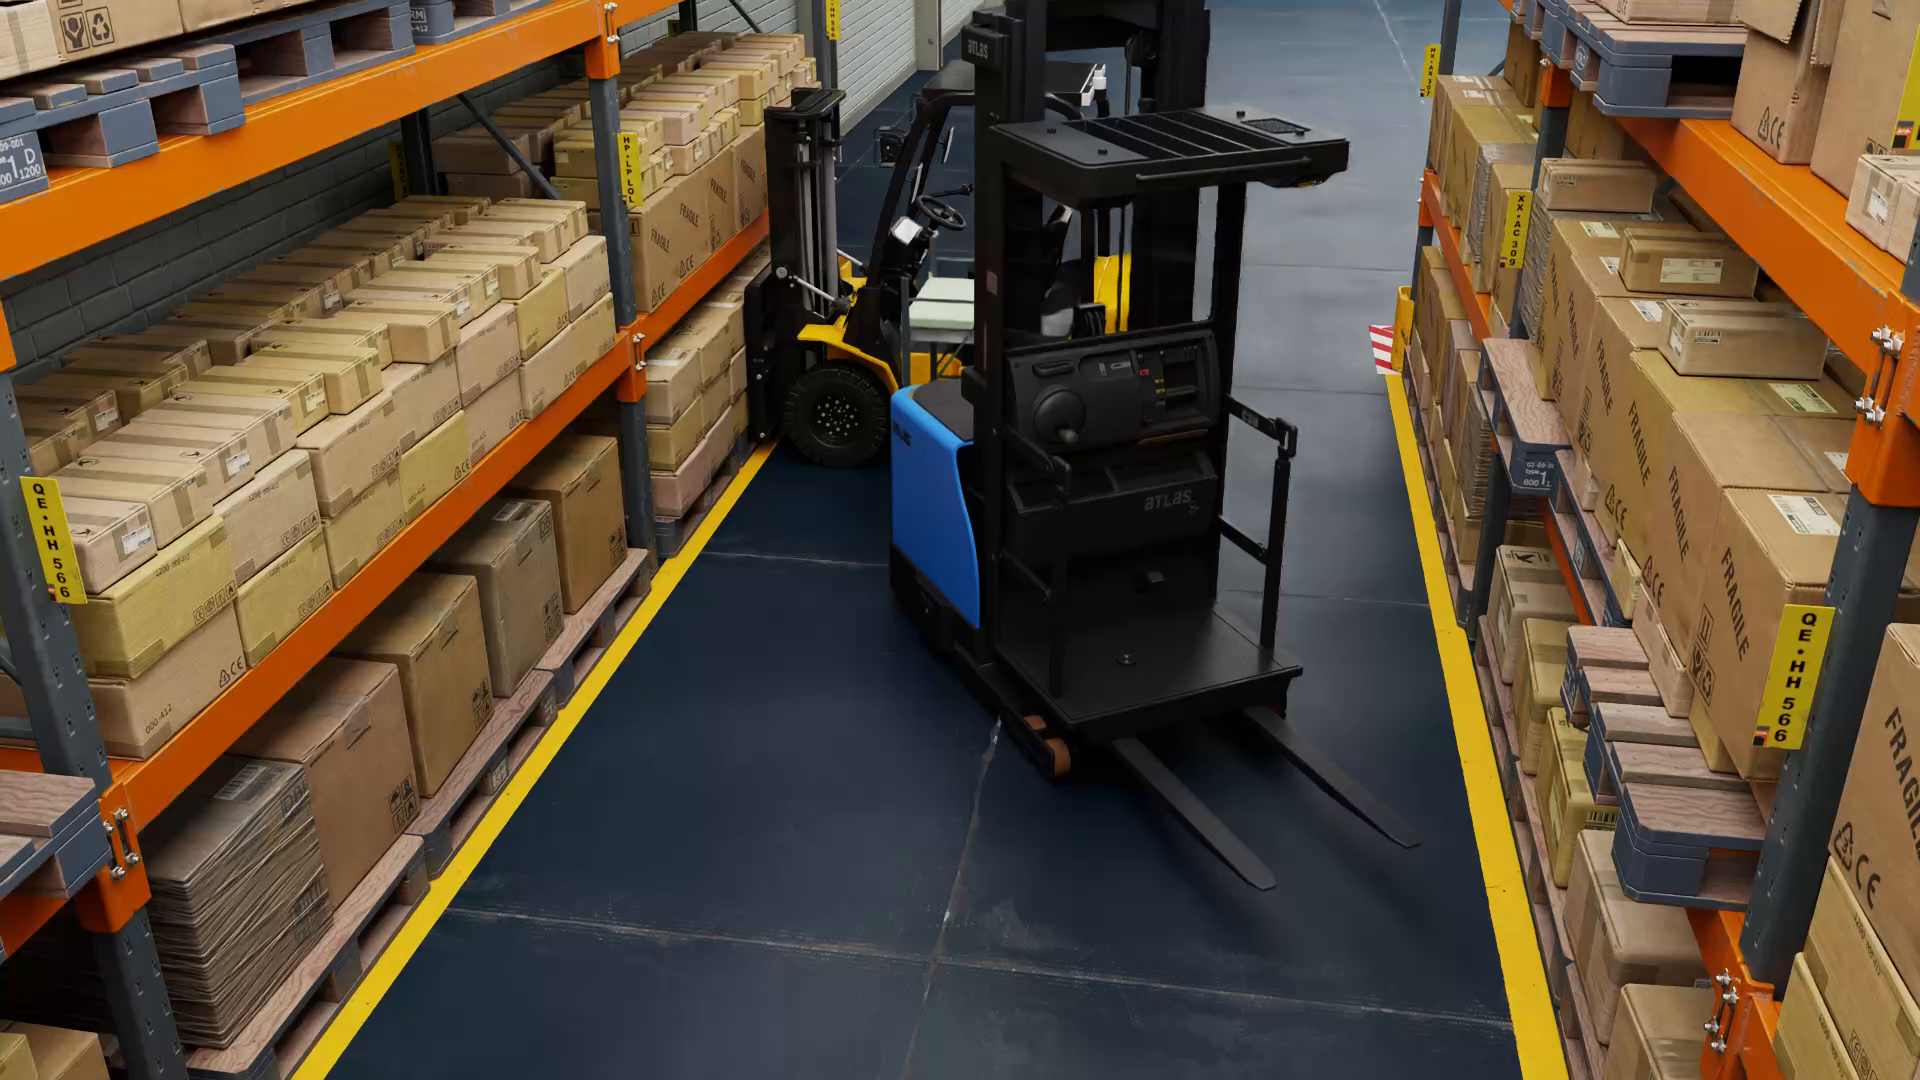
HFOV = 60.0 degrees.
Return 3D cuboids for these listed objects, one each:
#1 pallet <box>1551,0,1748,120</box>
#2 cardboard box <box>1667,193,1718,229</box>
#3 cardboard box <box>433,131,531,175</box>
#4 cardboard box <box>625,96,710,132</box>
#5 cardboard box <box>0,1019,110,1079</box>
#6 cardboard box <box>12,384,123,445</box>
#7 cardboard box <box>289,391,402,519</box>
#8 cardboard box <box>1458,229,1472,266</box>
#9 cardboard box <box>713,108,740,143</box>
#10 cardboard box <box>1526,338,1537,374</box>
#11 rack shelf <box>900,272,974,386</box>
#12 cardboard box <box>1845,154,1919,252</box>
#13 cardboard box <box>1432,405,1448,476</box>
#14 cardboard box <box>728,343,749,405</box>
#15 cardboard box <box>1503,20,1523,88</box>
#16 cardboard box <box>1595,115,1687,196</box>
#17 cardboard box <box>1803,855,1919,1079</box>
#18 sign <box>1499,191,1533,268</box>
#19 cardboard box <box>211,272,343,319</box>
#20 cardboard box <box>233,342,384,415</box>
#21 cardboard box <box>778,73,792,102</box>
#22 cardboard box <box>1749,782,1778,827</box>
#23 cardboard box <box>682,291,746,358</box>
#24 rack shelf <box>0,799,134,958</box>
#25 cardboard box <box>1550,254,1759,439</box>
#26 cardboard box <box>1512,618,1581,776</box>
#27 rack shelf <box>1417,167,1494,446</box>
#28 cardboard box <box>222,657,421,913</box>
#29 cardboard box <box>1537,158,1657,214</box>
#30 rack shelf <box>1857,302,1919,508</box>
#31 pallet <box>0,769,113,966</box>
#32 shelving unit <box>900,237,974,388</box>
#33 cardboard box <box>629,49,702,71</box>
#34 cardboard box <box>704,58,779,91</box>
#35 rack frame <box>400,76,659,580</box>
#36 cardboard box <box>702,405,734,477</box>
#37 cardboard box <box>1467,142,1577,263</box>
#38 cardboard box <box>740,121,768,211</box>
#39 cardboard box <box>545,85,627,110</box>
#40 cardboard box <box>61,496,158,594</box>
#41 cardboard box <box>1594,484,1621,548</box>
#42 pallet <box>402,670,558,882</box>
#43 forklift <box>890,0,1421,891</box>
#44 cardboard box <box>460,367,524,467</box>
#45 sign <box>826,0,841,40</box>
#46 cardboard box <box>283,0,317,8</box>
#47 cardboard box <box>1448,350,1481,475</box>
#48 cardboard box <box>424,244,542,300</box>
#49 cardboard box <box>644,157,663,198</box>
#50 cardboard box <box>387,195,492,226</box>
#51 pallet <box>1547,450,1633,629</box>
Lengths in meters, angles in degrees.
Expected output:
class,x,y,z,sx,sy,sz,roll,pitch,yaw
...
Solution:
class,x,y,z,sx,sy,sz,roll,pitch,yaw
pallet,2.497,-1.461,5.016,1.213,0.211,1.003,4,25,9
cardboard box,3.020,-1.033,6.455,0.500,0.500,0.500,4,25,8
cardboard box,-2.274,-1.843,7.915,0.380,0.149,0.250,4,25,9
cardboard box,-1.538,-2.235,8.753,0.380,0.149,0.250,4,25,8
cardboard box,-2.539,1.592,4.264,0.500,0.500,0.500,5,26,10
cardboard box,-2.822,-0.360,5.097,0.380,0.149,0.250,4,25,7
cardboard box,-2.182,-0.296,5.431,0.500,0.250,0.500,3,25,7
cardboard box,2.861,-1.554,8.829,0.380,0.149,0.250,4,25,9
cardboard box,-1.445,-2.314,9.273,0.380,0.149,0.250,3,25,7
cardboard box,2.467,-0.739,6.592,0.380,0.149,0.250,4,25,9
rack shelf,-0.019,-1.054,8.313,0.431,0.370,0.720,4,25,9
cardboard box,2.092,-0.695,3.455,0.380,0.149,0.250,4,25,9
cardboard box,2.865,-0.519,9.068,0.500,0.250,0.500,4,25,9
cardboard box,-1.471,-0.987,9.479,0.500,0.250,0.500,4,25,8
cardboard box,3.655,-2.949,9.864,0.700,0.500,0.500,3,25,7
cardboard box,3.155,-1.674,7.140,0.700,0.500,0.500,4,25,8
cardboard box,1.889,0.837,3.011,0.500,0.250,0.500,4,25,8
sign,2.332,-1.299,6.965,0.100,0.325,0.005,4,25,9
cardboard box,-2.558,-0.892,6.234,0.380,0.149,0.250,4,25,8
cardboard box,-2.139,-0.534,5.470,0.380,0.149,0.250,5,25,10
cardboard box,-1.270,-2.849,10.415,0.380,0.149,0.250,4,25,10
cardboard box,2.037,0.571,3.793,0.380,0.149,0.250,5,26,10
cardboard box,-1.476,-1.215,9.376,0.500,0.250,0.500,5,26,10
rack shelf,-3.009,1.621,2.598,1.077,0.370,4.000,4,25,9
cardboard box,2.334,-0.651,5.638,0.500,0.500,0.500,4,25,8
cardboard box,2.672,0.648,6.431,0.950,0.372,0.625,6,26,12
rack shelf,3.196,-1.383,9.015,1.077,0.370,4.000,4,25,9
cardboard box,-2.468,0.810,5.787,0.875,0.625,0.625,5,26,10
cardboard box,2.443,-1.364,6.397,0.380,0.149,0.250,4,25,8
rack shelf,1.888,0.604,1.231,1.077,0.370,4.000,4,25,9
pallet,-2.724,0.834,3.657,1.213,0.211,1.003,4,25,9
shelving unit,-0.019,-0.701,8.478,0.431,1.500,0.755,4,25,9
cardboard box,-1.801,-2.915,10.205,0.380,0.149,0.250,4,25,9
cardboard box,-1.298,-2.765,9.884,0.380,0.149,0.250,5,25,10
rack frame,-2.029,-1.215,7.807,1.000,3.000,0.127,4,25,9
cardboard box,-1.555,-0.552,9.140,0.500,0.250,0.500,3,25,7
cardboard box,2.854,-1.688,8.350,0.500,0.500,0.500,5,25,10
cardboard box,-1.374,-2.278,9.961,0.500,0.500,0.500,4,25,8
cardboard box,-2.033,-2.376,9.054,0.380,0.149,0.250,4,25,8
cardboard box,-2.340,0.006,4.315,0.380,0.149,0.250,5,26,10
cardboard box,2.212,-0.083,5.189,0.380,0.149,0.250,3,25,7
pallet,-2.307,0.871,6.641,1.003,0.211,1.213,4,25,9
forklift,0.722,-0.574,6.520,1.130,2.935,3.031,-11,27,-22
cardboard box,-2.041,-0.502,6.460,0.500,0.250,0.500,4,25,9
sign,-0.842,-3.476,10.992,0.100,0.325,0.005,4,25,9
cardboard box,-2.157,-1.893,4.986,0.500,0.500,0.500,5,25,10
cardboard box,2.782,-0.636,8.433,0.500,0.500,0.500,4,25,9
cardboard box,-1.894,-1.068,6.611,0.380,0.149,0.250,3,25,7
cardboard box,-1.676,-1.777,8.126,0.380,0.149,0.250,5,25,10
cardboard box,-2.298,-1.422,7.366,0.380,0.149,0.250,3,25,7
pallet,2.498,0.057,5.317,1.003,0.211,1.213,4,25,9
